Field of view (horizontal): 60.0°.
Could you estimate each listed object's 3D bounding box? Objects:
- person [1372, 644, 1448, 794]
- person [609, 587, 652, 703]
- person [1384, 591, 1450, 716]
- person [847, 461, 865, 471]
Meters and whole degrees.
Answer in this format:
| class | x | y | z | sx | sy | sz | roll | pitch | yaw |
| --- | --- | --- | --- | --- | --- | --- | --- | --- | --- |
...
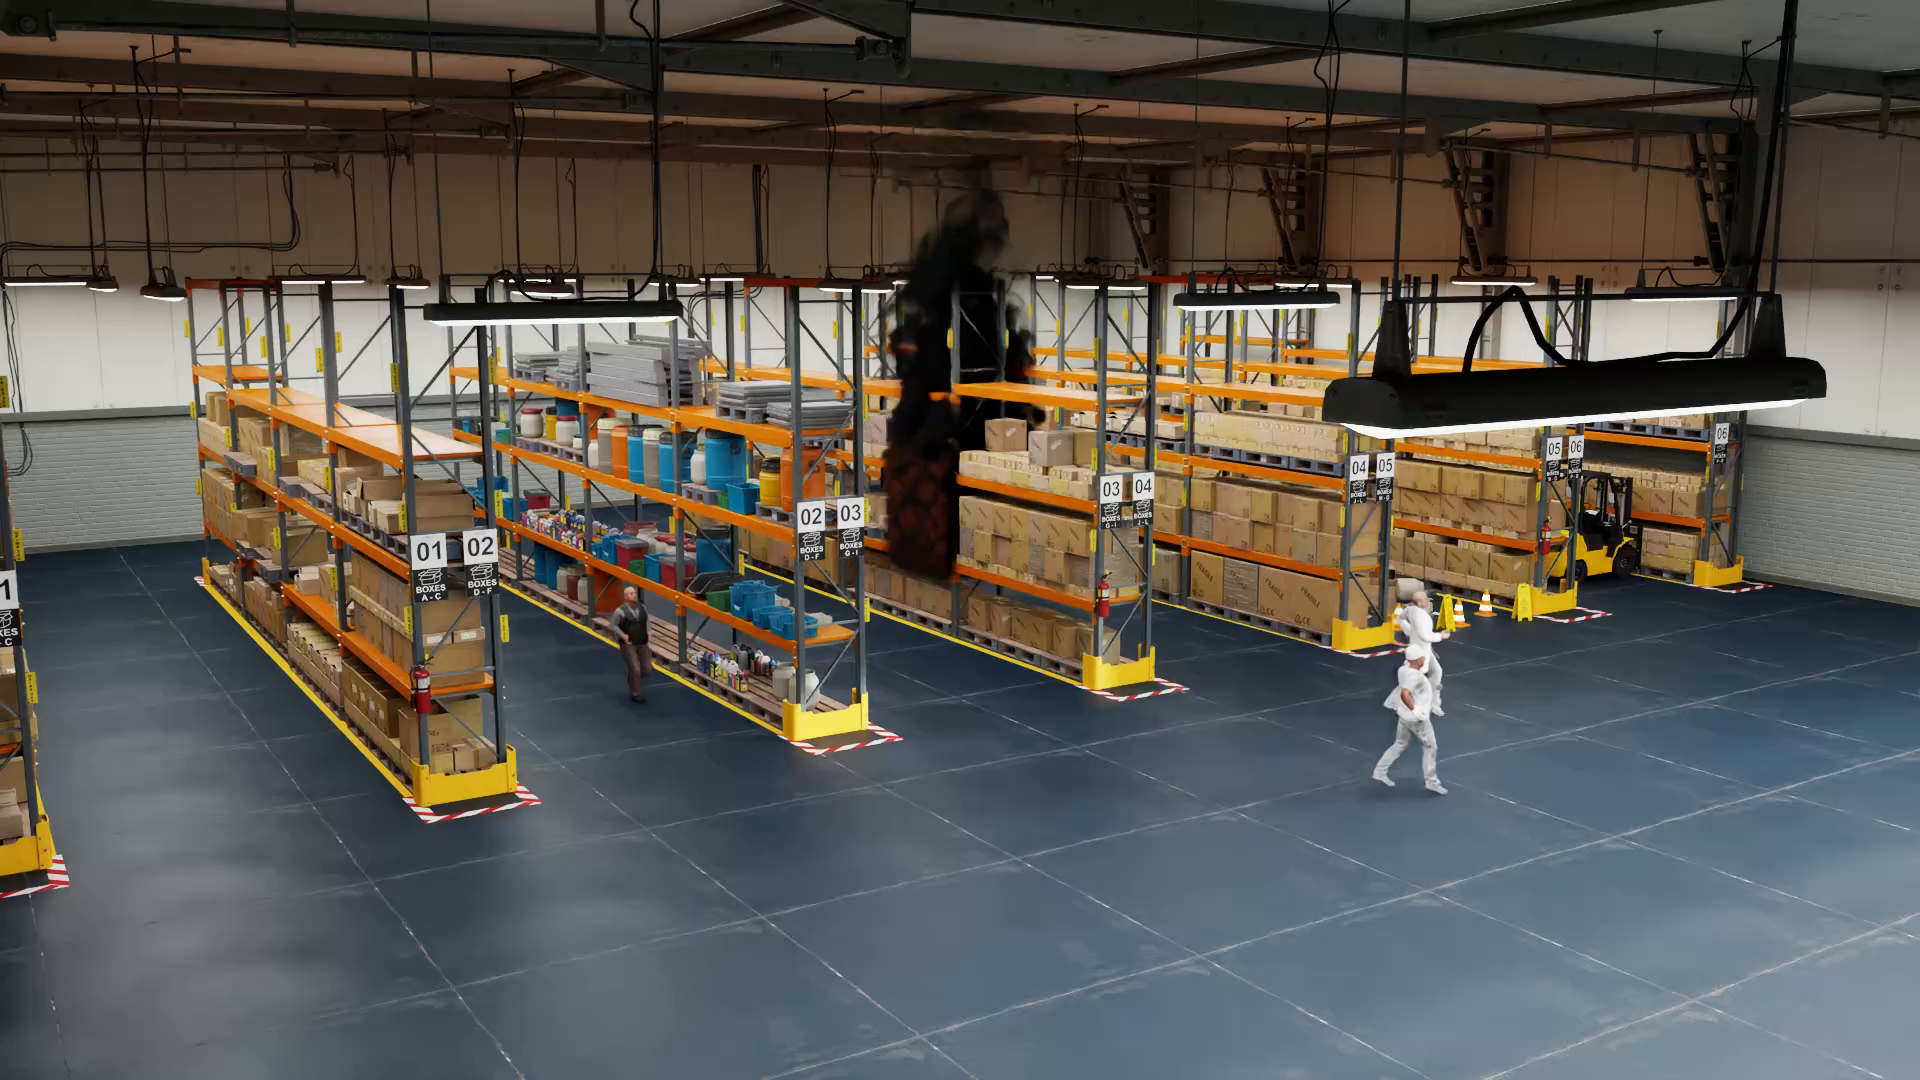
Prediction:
| class | x | y | z | sx | sy | sz | roll | pitch | yaw |
| --- | --- | --- | --- | --- | --- | --- | --- | --- | --- |
| person | 5.401 | 2.138 | 19.826 | 0.897 | 1.818 | 0.671 | -1 | 10 | -9 |
| person | -4.737 | 1.503 | 24.041 | 0.657 | 1.671 | 0.612 | -8 | 12 | -40 |
| person | 6.403 | 1.603 | 23.289 | 0.866 | 1.826 | 0.719 | 2 | 10 | 10 |
| person | -2.592 | -1.509 | 41.719 | 0.718 | 1.800 | 0.699 | 9 | 13 | 43 |
